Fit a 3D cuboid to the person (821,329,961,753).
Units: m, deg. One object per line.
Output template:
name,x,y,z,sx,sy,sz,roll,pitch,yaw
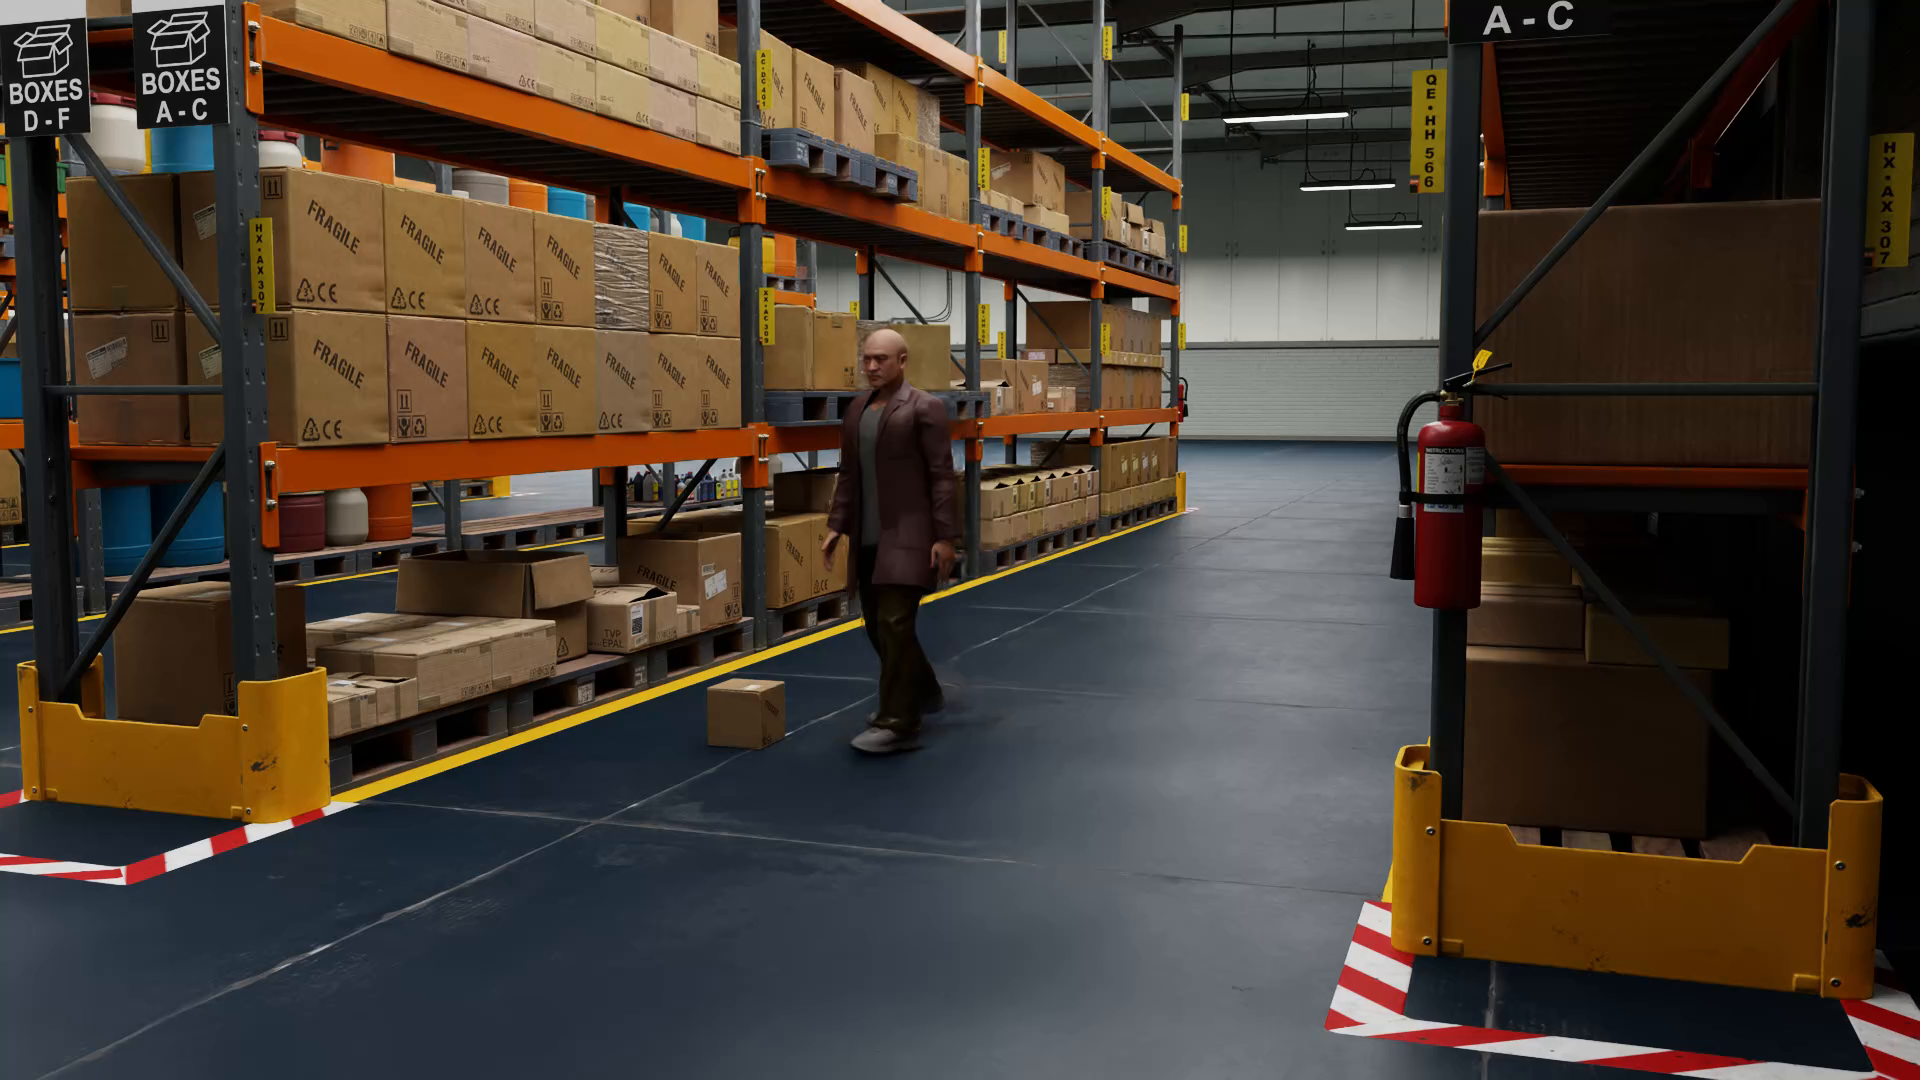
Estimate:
person,-0.280,-0.012,7.124,0.670,1.767,0.814,4,7,41
